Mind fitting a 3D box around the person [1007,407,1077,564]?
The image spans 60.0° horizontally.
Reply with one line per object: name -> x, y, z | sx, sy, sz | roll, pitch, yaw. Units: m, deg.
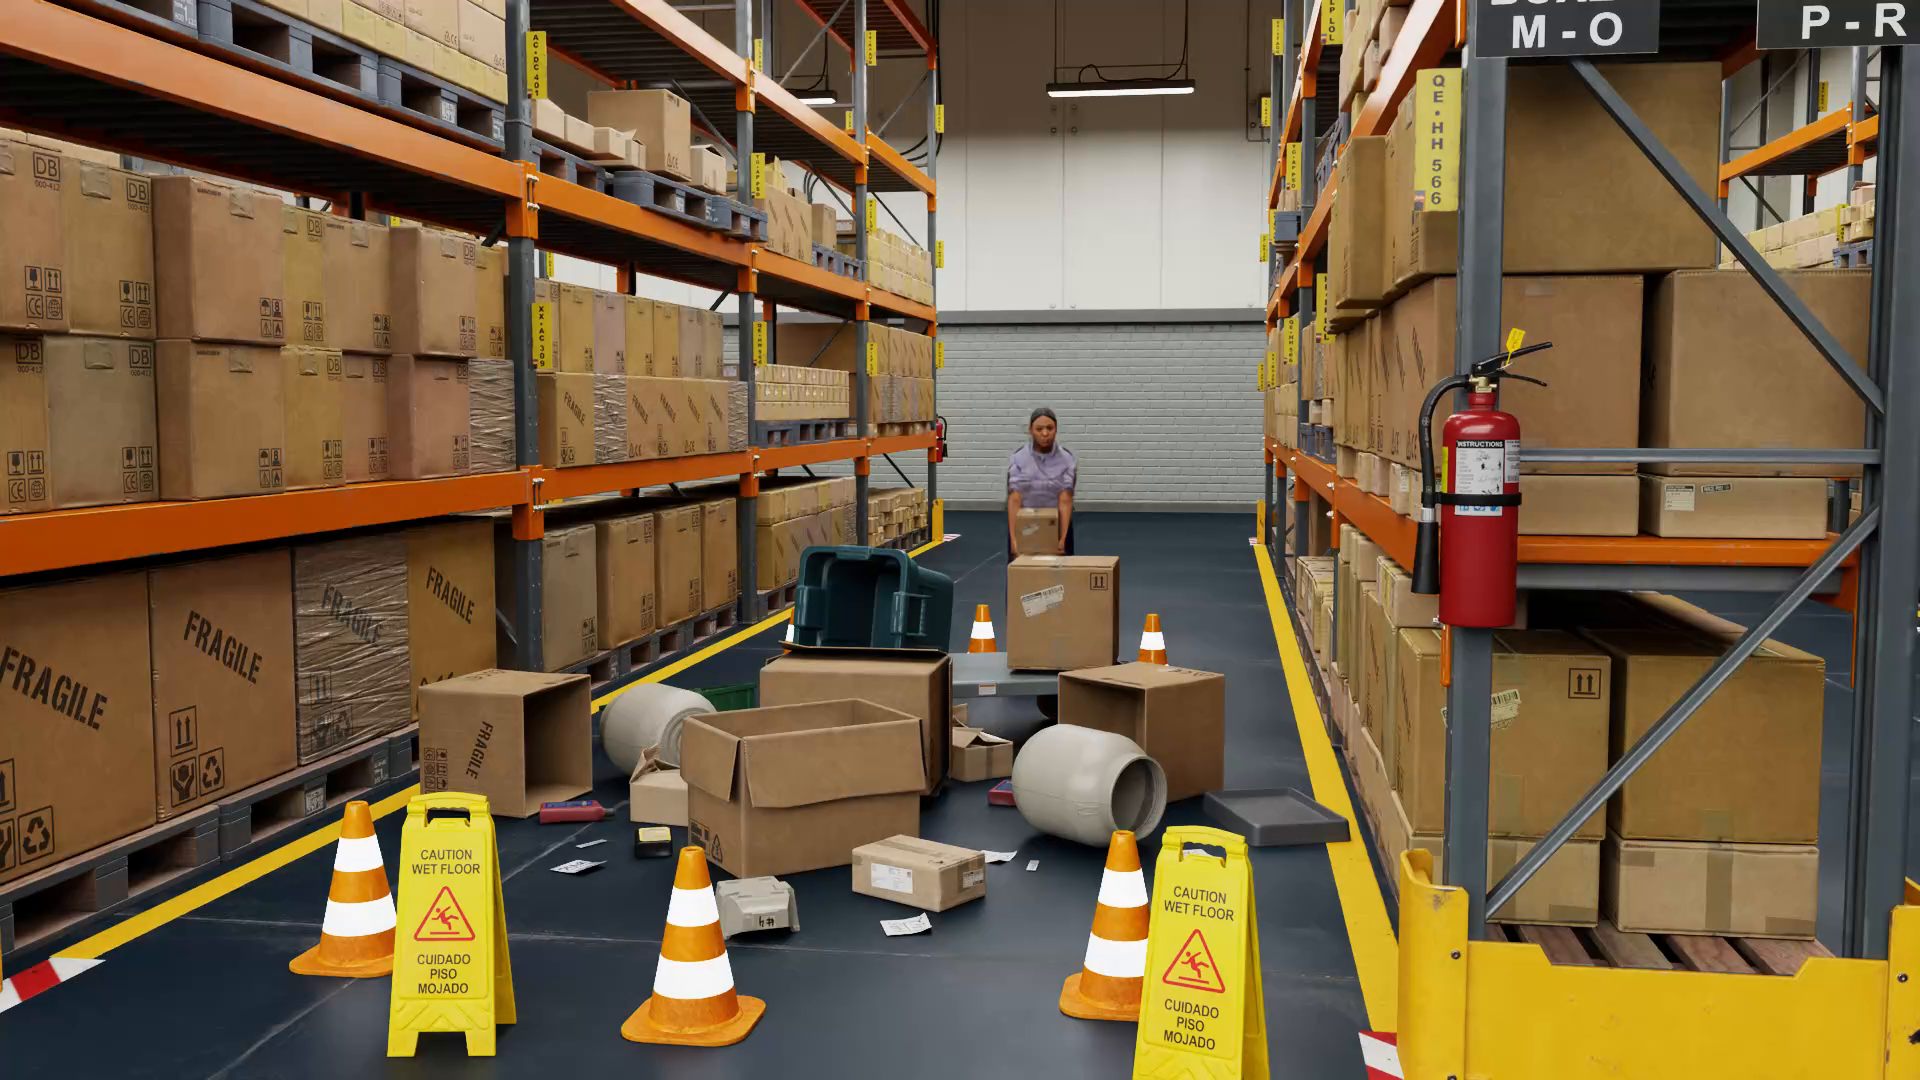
person -> 0.501, -0.002, 10.220 | 0.431, 1.625, 0.559 | 0, 5, 4
